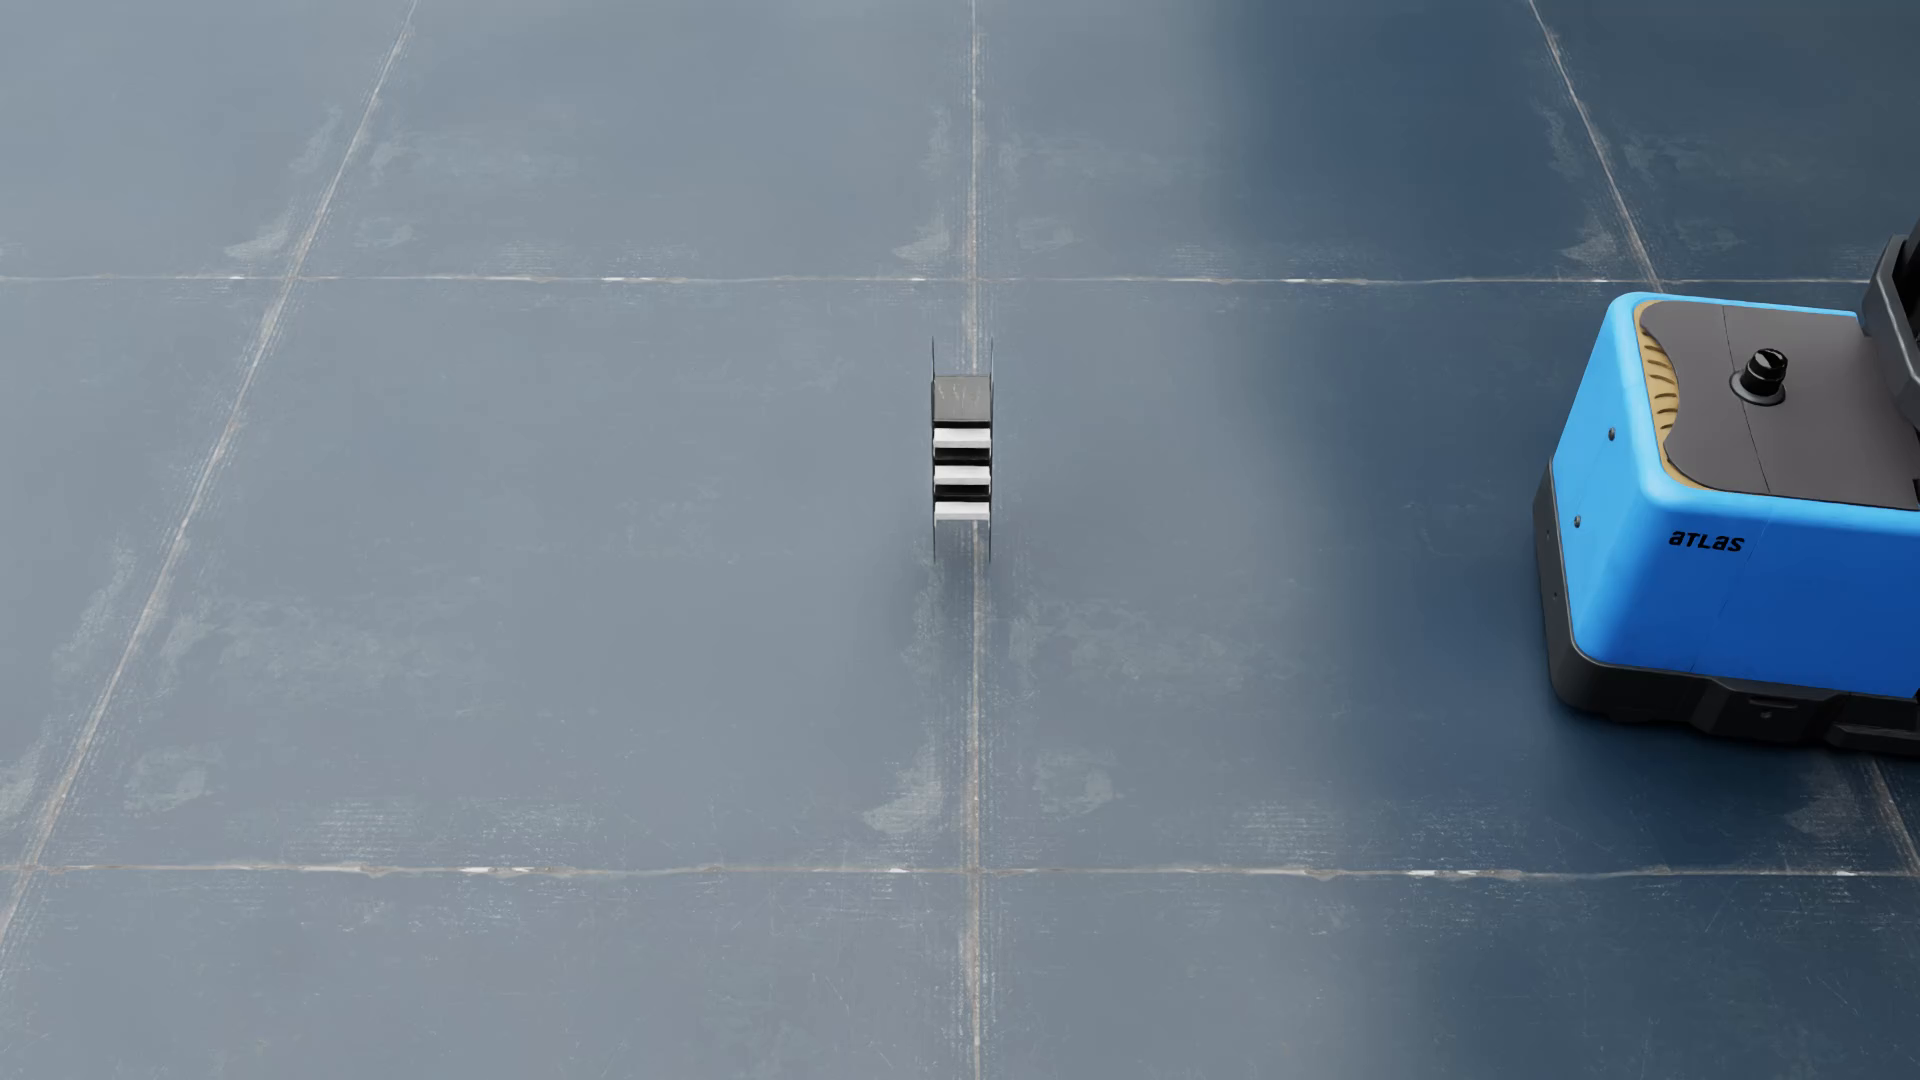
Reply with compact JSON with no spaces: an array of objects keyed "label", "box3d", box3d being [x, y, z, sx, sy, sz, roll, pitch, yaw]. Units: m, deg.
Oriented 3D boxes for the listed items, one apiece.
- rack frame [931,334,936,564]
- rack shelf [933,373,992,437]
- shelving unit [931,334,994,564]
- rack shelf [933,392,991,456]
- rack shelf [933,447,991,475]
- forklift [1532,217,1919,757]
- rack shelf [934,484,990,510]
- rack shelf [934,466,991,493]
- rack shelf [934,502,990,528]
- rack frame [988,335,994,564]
[{"label":"rack frame","box3d":[-0.094,-0.307,5.921,0.006,0.900,0.240,0,47,0]},{"label":"rack shelf","box3d":[0.008,-0.468,5.747,0.200,0.077,0.258,0,47,0]},{"label":"shelving unit","box3d":[0.008,-0.307,5.921,0.210,0.900,0.258,0,47,0]},{"label":"rack shelf","box3d":[0.008,-0.406,5.813,0.200,0.077,0.258,0,47,0]},{"label":"rack shelf","box3d":[0.008,-0.345,5.879,0.200,0.077,0.258,0,47,0]},{"label":"forklift","box3d":[3.588,-0.595,4.802,3.031,2.935,1.130,6,47,6]},{"label":"rack shelf","box3d":[0.008,-0.223,6.011,0.200,0.077,0.258,0,47,0]},{"label":"rack shelf","box3d":[0.008,-0.284,5.945,0.200,0.077,0.258,0,47,0]},{"label":"rack shelf","box3d":[0.008,-0.161,6.077,0.200,0.077,0.258,0,47,0]},{"label":"rack frame","box3d":[0.110,-0.306,5.920,0.006,0.900,0.240,0,47,0]}]
